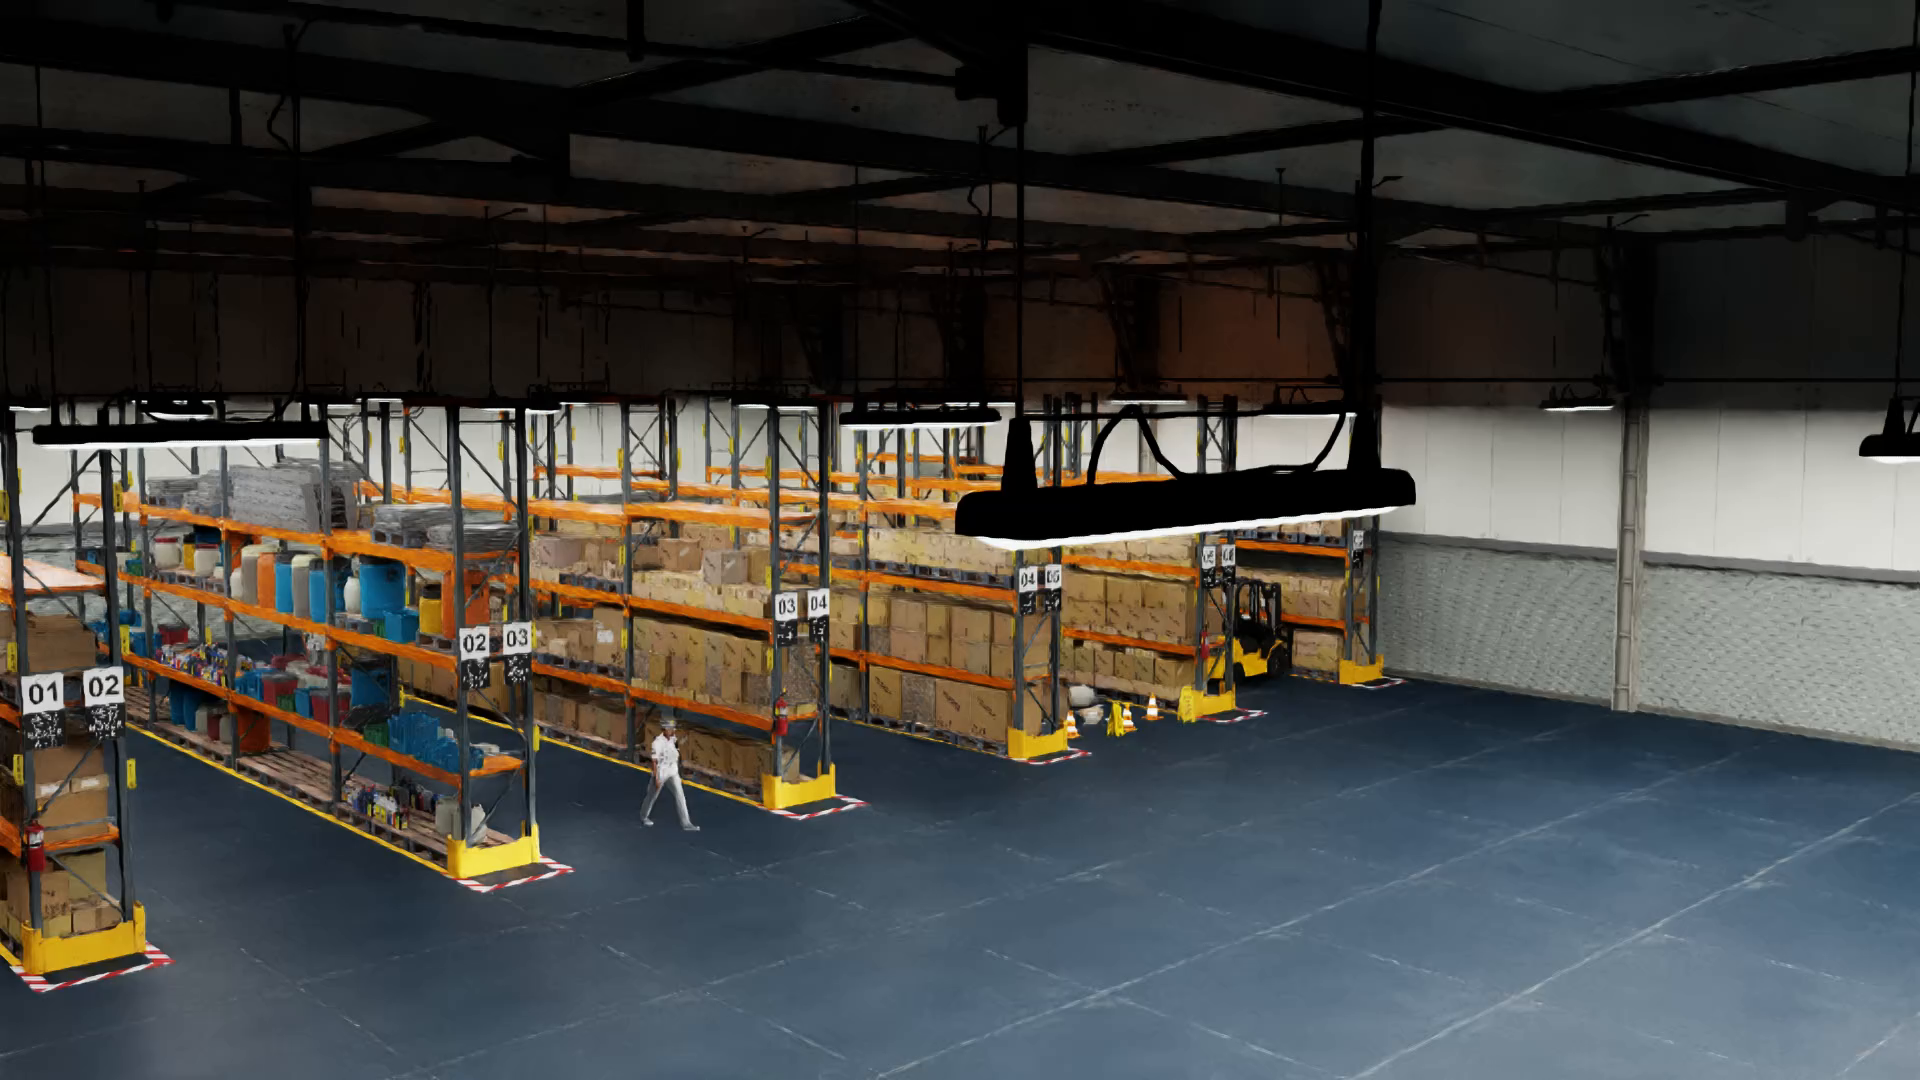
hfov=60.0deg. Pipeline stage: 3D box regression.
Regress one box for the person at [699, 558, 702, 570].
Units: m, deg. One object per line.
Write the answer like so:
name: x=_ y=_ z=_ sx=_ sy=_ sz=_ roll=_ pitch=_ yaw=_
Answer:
person: x=-6.843 y=1.184 z=44.746 sx=0.491 sy=1.659 sz=0.679 roll=2 pitch=6 yaw=18

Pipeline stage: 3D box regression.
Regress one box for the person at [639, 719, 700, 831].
person: x=-4.126 y=3.270 z=23.297 sx=1.089 sy=1.588 sz=0.455 roll=5 pitch=8 yaw=44

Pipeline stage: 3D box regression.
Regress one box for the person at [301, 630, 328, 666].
person: x=-13.224 y=2.230 z=34.239 sx=0.567 sy=1.611 sz=0.625 roll=5 pitch=8 yaw=45
